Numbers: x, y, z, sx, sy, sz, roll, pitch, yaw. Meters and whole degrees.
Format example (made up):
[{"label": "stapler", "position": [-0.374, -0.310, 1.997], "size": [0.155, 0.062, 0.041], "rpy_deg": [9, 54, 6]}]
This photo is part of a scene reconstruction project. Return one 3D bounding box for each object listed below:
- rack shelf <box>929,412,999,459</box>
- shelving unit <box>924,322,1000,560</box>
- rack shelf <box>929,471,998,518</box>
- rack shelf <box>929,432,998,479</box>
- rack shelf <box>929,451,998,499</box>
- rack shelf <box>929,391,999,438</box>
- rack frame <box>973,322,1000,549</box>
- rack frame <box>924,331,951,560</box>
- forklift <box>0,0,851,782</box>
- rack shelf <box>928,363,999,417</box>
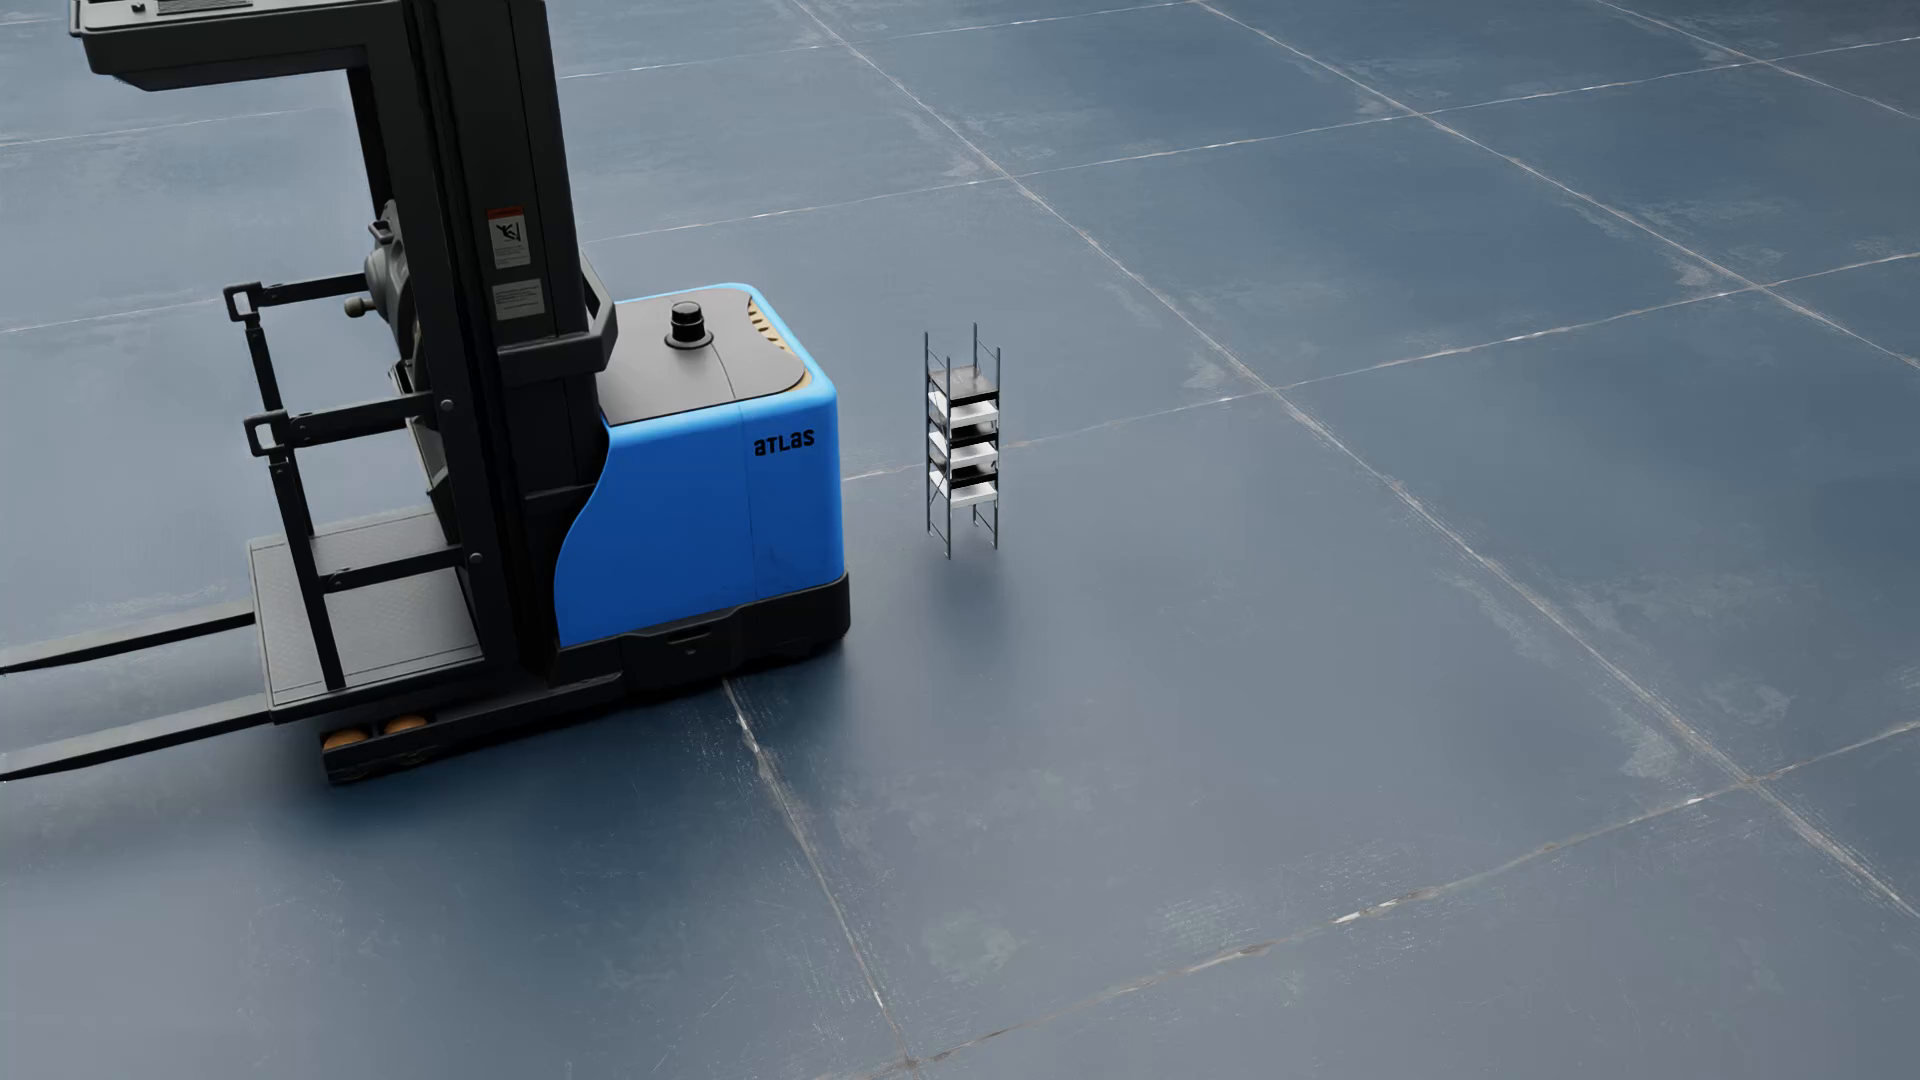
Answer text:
[{"label": "rack shelf", "position": [0.007, -0.426, 6.476], "size": [0.200, 0.077, 0.258], "rpy_deg": [-13, 35, -19]}, {"label": "shelving unit", "position": [0.007, -0.379, 6.507], "size": [0.210, 0.900, 0.258], "rpy_deg": [-13, 35, -19]}, {"label": "rack shelf", "position": [0.007, -0.200, 6.624], "size": [0.200, 0.077, 0.258], "rpy_deg": [-13, 35, -19]}, {"label": "rack shelf", "position": [0.007, -0.351, 6.525], "size": [0.200, 0.077, 0.258], "rpy_deg": [-13, 35, -19]}, {"label": "rack shelf", "position": [0.007, -0.276, 6.574], "size": [0.200, 0.077, 0.258], "rpy_deg": [-13, 35, -19]}, {"label": "rack shelf", "position": [0.007, -0.502, 6.427], "size": [0.200, 0.077, 0.258], "rpy_deg": [-13, 35, -19]}, {"label": "rack frame", "position": [0.101, -0.400, 6.540], "size": [0.006, 0.900, 0.240], "rpy_deg": [-13, 35, -19]}, {"label": "rack frame", "position": [-0.086, -0.357, 6.474], "size": [0.006, 0.900, 0.240], "rpy_deg": [-13, 35, -19]}, {"label": "forklift", "position": [-1.967, -0.759, 5.230], "size": [3.031, 2.935, 1.130], "rpy_deg": [-13, 35, -20]}, {"label": "rack shelf", "position": [0.007, -0.577, 6.378], "size": [0.200, 0.077, 0.258], "rpy_deg": [-13, 35, -19]}]
